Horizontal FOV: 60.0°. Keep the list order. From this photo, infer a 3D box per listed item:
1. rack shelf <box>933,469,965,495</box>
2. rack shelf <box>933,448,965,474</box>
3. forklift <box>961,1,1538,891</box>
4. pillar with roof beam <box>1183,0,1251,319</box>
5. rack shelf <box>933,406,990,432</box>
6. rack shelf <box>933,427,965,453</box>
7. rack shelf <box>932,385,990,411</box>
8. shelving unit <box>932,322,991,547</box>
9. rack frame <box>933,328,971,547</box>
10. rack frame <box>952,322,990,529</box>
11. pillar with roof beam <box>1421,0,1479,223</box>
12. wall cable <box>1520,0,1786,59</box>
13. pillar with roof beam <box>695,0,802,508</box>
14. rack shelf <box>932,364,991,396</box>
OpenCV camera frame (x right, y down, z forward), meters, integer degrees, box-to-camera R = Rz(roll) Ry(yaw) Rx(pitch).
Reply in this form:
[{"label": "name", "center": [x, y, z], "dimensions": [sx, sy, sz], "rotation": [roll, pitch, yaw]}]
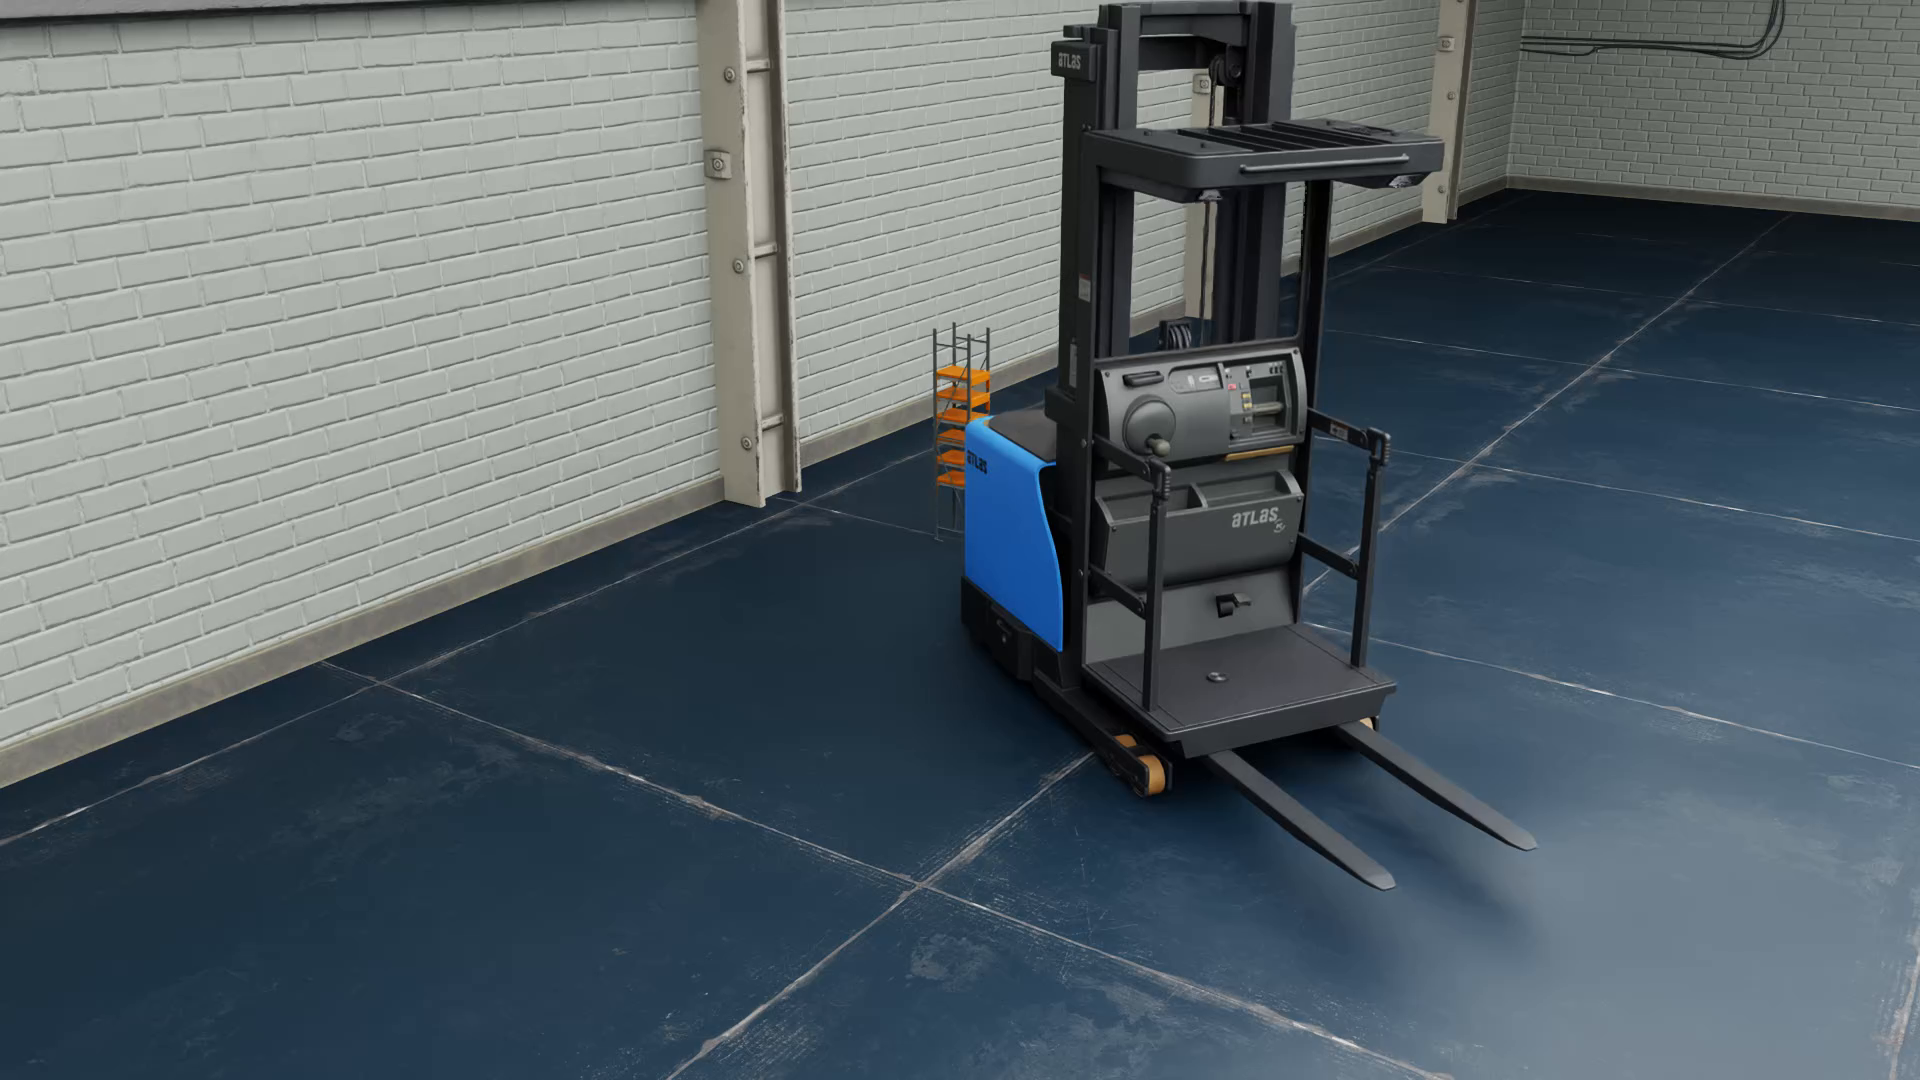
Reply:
[{"label": "rack shelf", "center": [0.008, -0.300, 9.167], "dimensions": [0.258, 0.103, 0.180], "rotation": [13, 24, 32]}, {"label": "rack shelf", "center": [0.008, -0.413, 9.125], "dimensions": [0.258, 0.103, 0.180], "rotation": [13, 24, 32]}, {"label": "forklift", "center": [1.075, -0.535, 6.487], "dimensions": [1.130, 2.935, 3.031], "rotation": [-9, 22, -23]}, {"label": "pillar with roof beam", "center": [5.740, -5.378, 10.834], "dimensions": [9.100, 9.000, 0.400], "rotation": [13, 24, 32]}, {"label": "rack shelf", "center": [0.008, -0.638, 9.042], "dimensions": [0.258, 0.103, 0.180], "rotation": [13, 24, 32]}, {"label": "rack shelf", "center": [0.008, -0.525, 9.083], "dimensions": [0.258, 0.103, 0.180], "rotation": [13, 24, 32]}, {"label": "rack shelf", "center": [0.008, -0.750, 9.000], "dimensions": [0.258, 0.103, 0.180], "rotation": [13, 24, 32]}, {"label": "shelving unit", "center": [0.008, -0.567, 9.068], "dimensions": [0.258, 1.200, 0.189], "rotation": [13, 24, 32]}, {"label": "rack frame", "center": [-0.043, -0.541, 8.997], "dimensions": [0.240, 1.200, 0.006], "rotation": [13, 24, 32]}, {"label": "rack frame", "center": [0.060, -0.593, 9.139], "dimensions": [0.240, 1.200, 0.006], "rotation": [13, 24, 32]}, {"label": "pillar with roof beam", "center": [9.113, -7.100, 15.488], "dimensions": [9.100, 9.000, 0.400], "rotation": [13, 24, 32]}, {"label": "wall cable", "center": [8.302, -7.071, 19.884], "dimensions": [3.097, 2.526, 0.112], "rotation": [13, 24, 32]}, {"label": "pillar with roof beam", "center": [2.367, -3.657, 6.180], "dimensions": [9.100, 9.000, 0.400], "rotation": [13, 24, 32]}, {"label": "rack shelf", "center": [0.008, -0.863, 8.959], "dimensions": [0.258, 0.103, 0.180], "rotation": [13, 24, 32]}]
